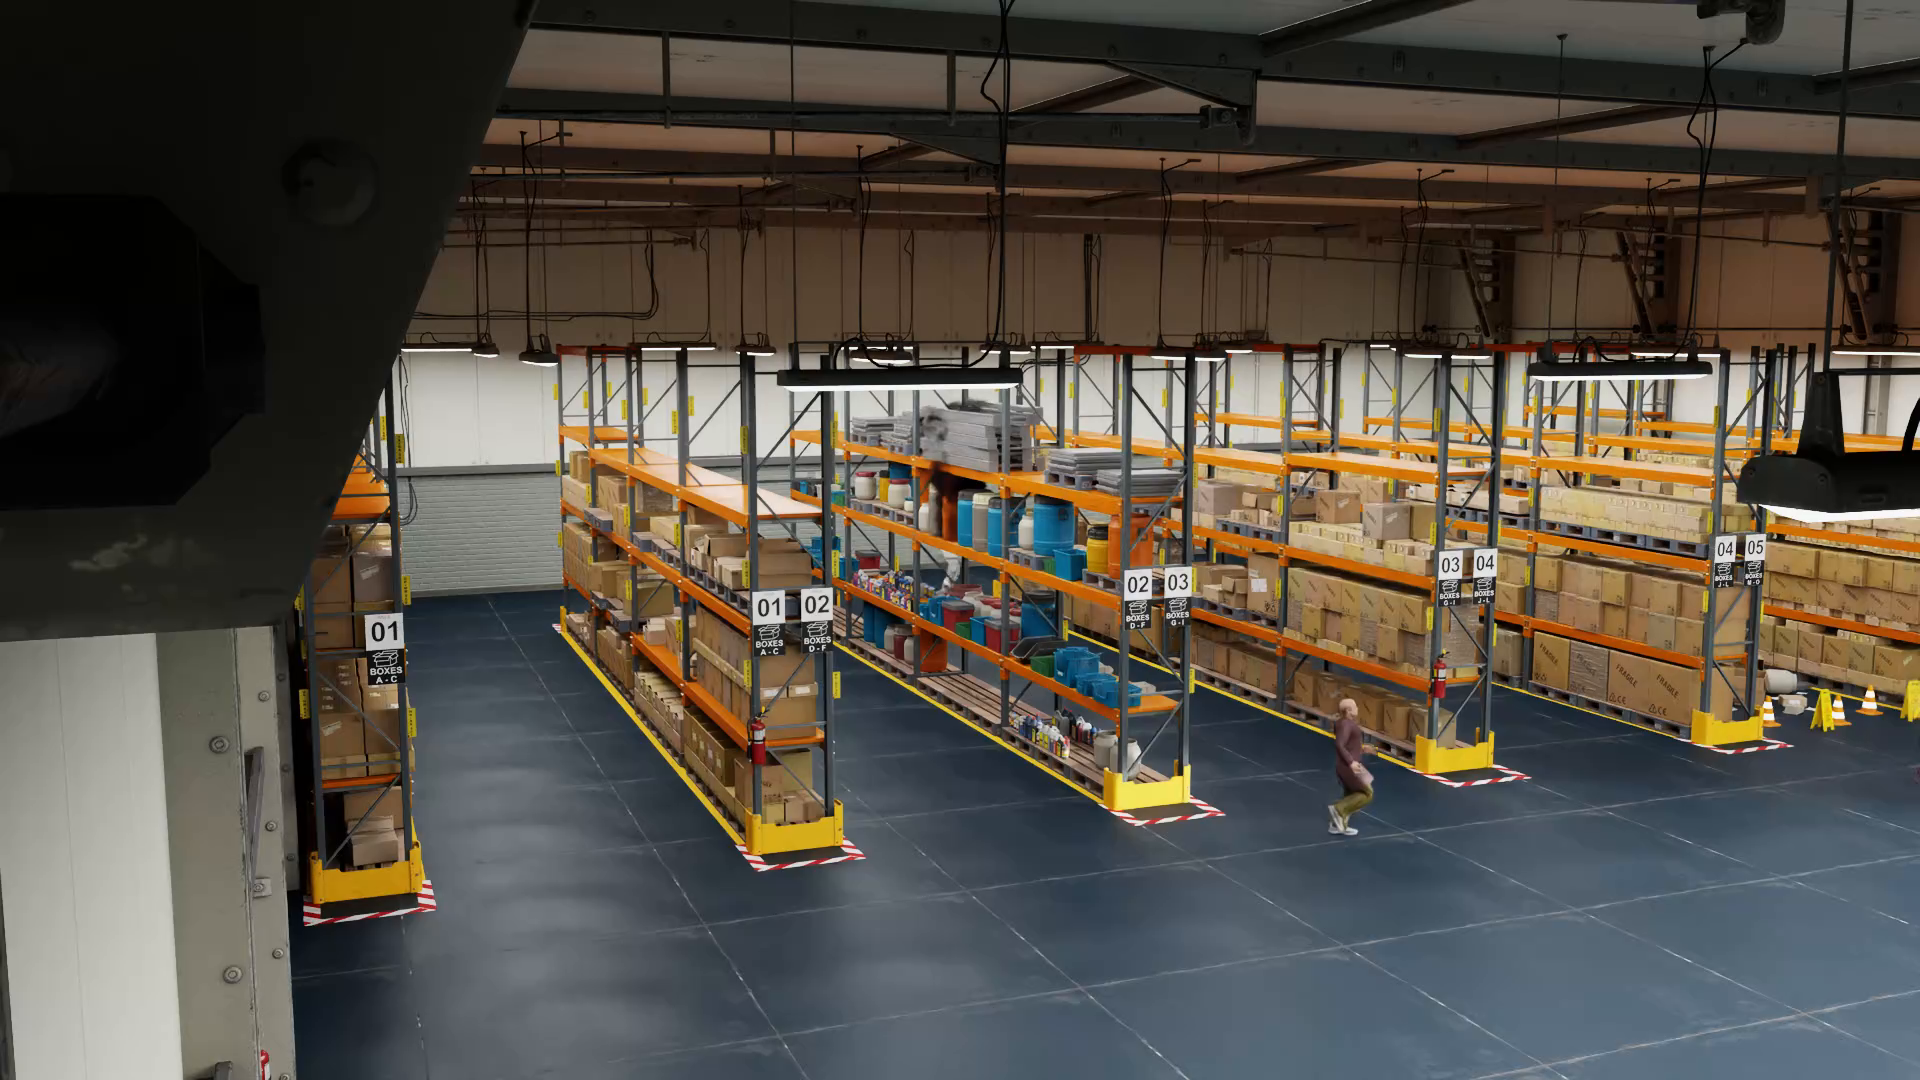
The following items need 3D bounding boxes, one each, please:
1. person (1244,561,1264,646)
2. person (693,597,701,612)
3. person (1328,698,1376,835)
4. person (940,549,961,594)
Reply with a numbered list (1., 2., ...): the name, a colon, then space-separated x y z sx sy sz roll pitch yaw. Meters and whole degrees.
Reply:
1. person: 5.792 1.253 33.510 0.582 1.658 0.920 -4 9 -31
2. person: -5.387 1.226 34.136 0.552 1.568 0.738 -5 9 -33
3. person: 4.905 2.839 20.789 0.625 1.738 0.701 0 7 1
4. person: -0.172 0.454 39.361 0.683 1.816 0.632 -3 8 -23
